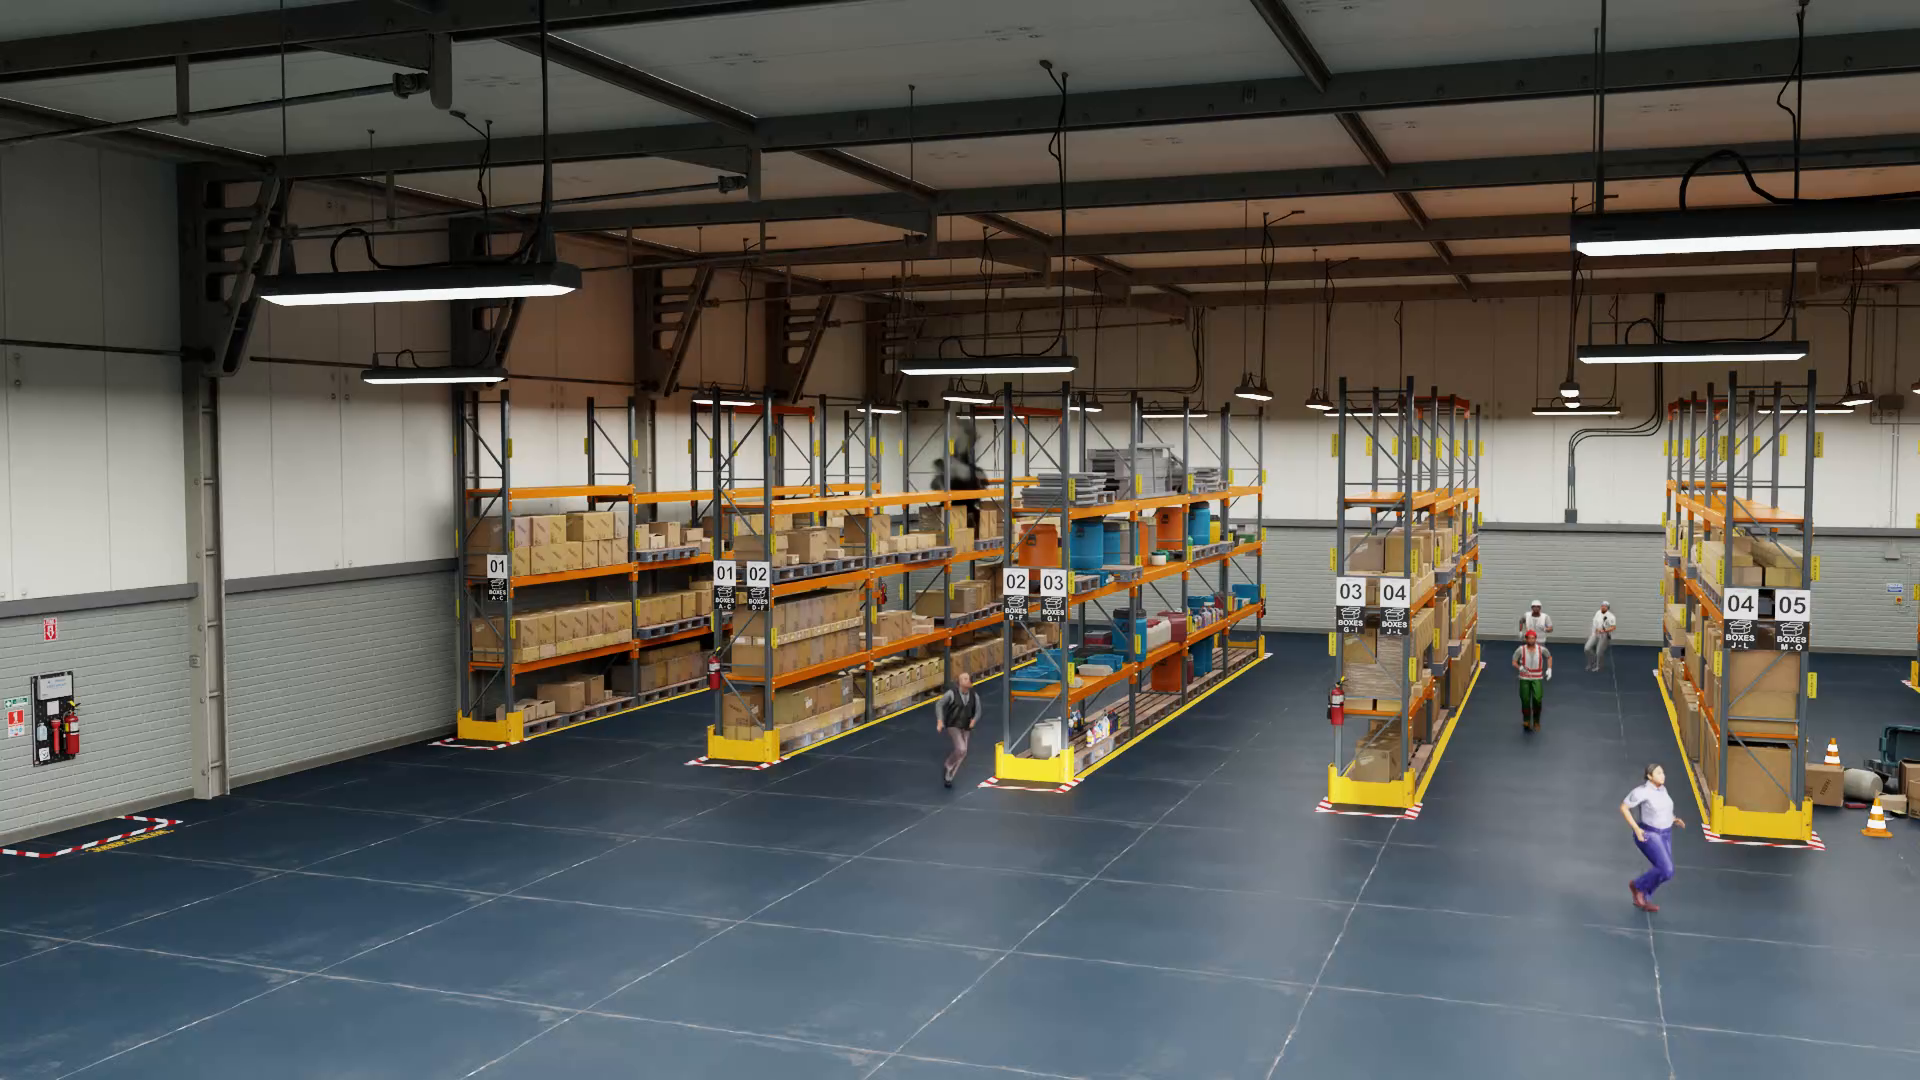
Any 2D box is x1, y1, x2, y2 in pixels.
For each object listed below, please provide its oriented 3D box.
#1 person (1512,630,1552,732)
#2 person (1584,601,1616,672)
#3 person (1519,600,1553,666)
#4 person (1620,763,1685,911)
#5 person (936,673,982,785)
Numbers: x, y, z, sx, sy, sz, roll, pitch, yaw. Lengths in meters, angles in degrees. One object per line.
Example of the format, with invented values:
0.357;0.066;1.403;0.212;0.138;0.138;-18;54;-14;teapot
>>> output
10.123;2.503;29.437;0.690;1.821;0.710;1;3;17;person
14.292;2.163;37.072;0.570;1.602;0.685;-2;4;-34;person
12.109;2.150;34.971;0.679;1.781;0.994;1;3;17;person
7.496;3.206;17.876;0.593;1.606;0.574;-2;4;-35;person
0.035;2.810;24.620;0.662;1.653;0.612;-1;3;-25;person
